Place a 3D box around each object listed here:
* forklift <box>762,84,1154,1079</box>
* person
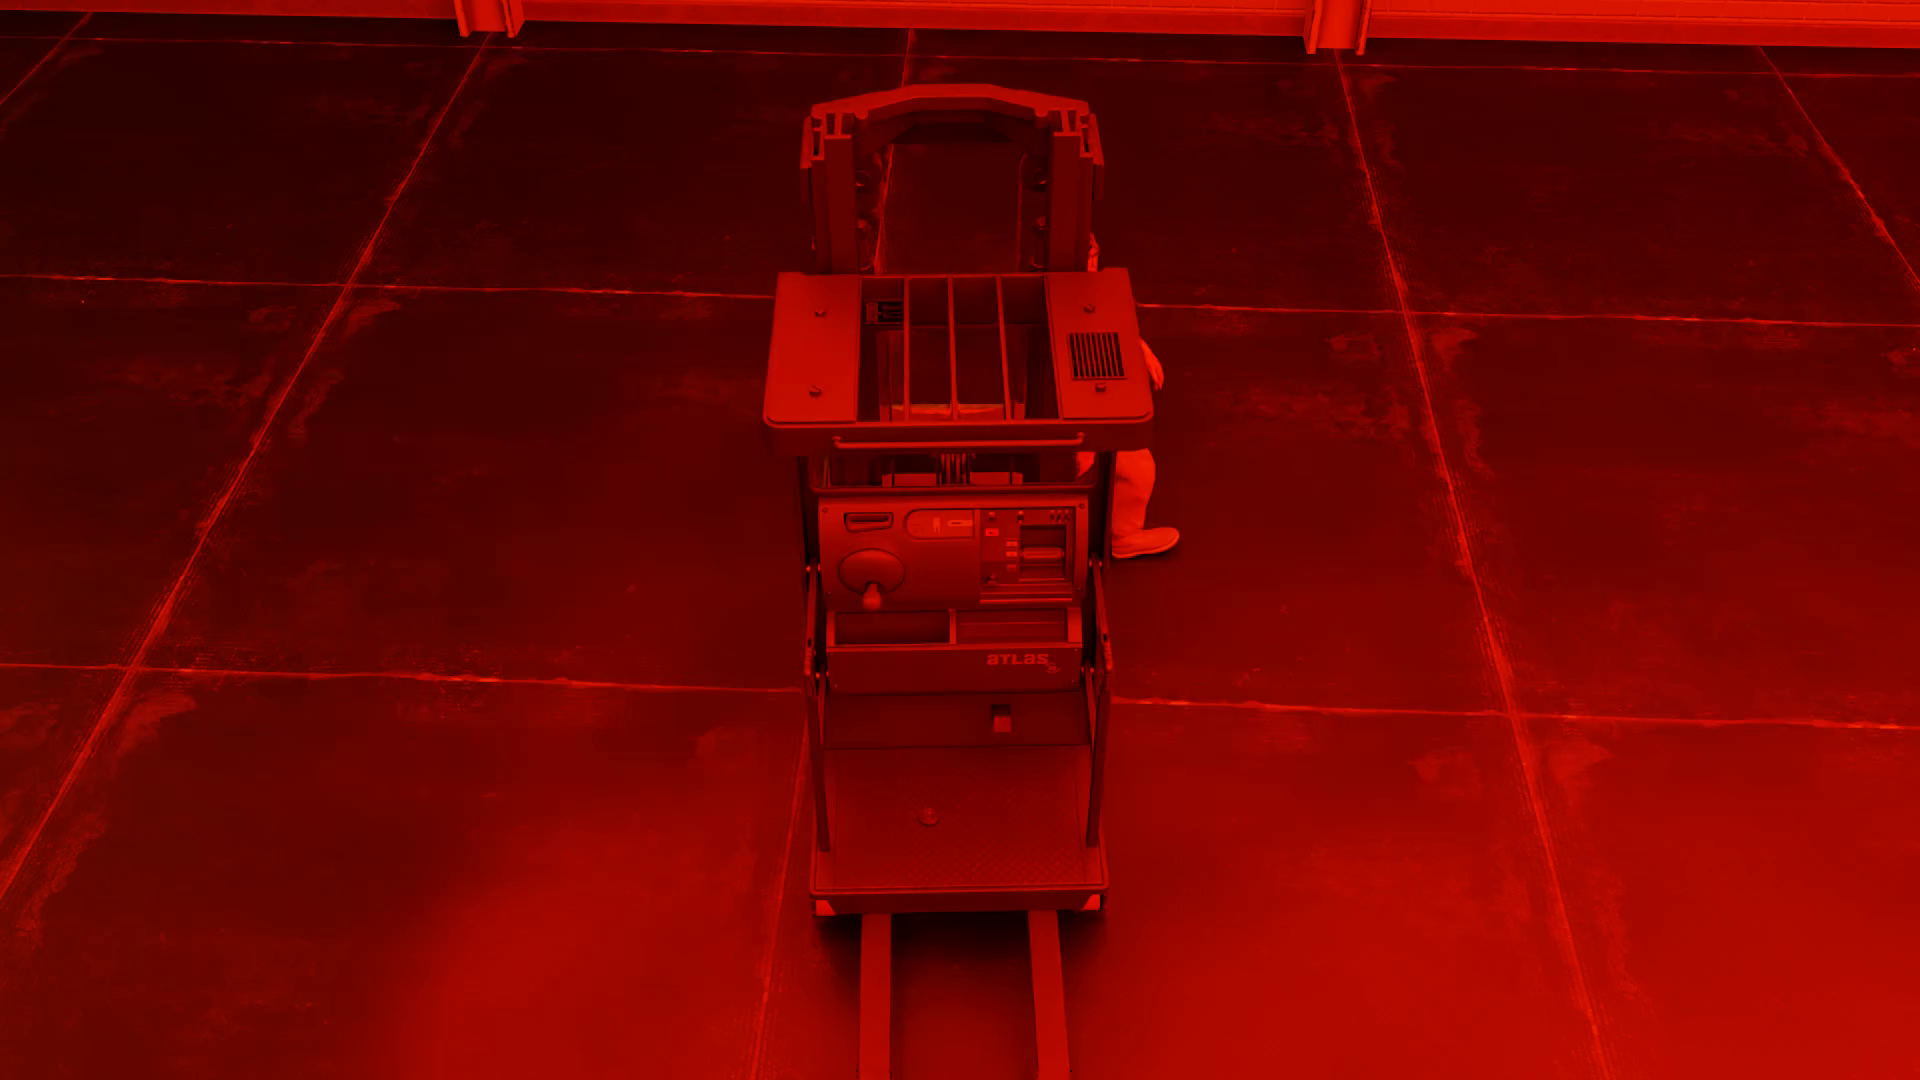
[{"bbox_3d":[-0.014,0.128,5.602,1.130,2.935,3.031,-1,42,-1],"label":"forklift"},{"bbox_3d":[0.571,-0.608,7.372,0.853,1.645,0.699,-9,43,-10],"label":"person"}]
